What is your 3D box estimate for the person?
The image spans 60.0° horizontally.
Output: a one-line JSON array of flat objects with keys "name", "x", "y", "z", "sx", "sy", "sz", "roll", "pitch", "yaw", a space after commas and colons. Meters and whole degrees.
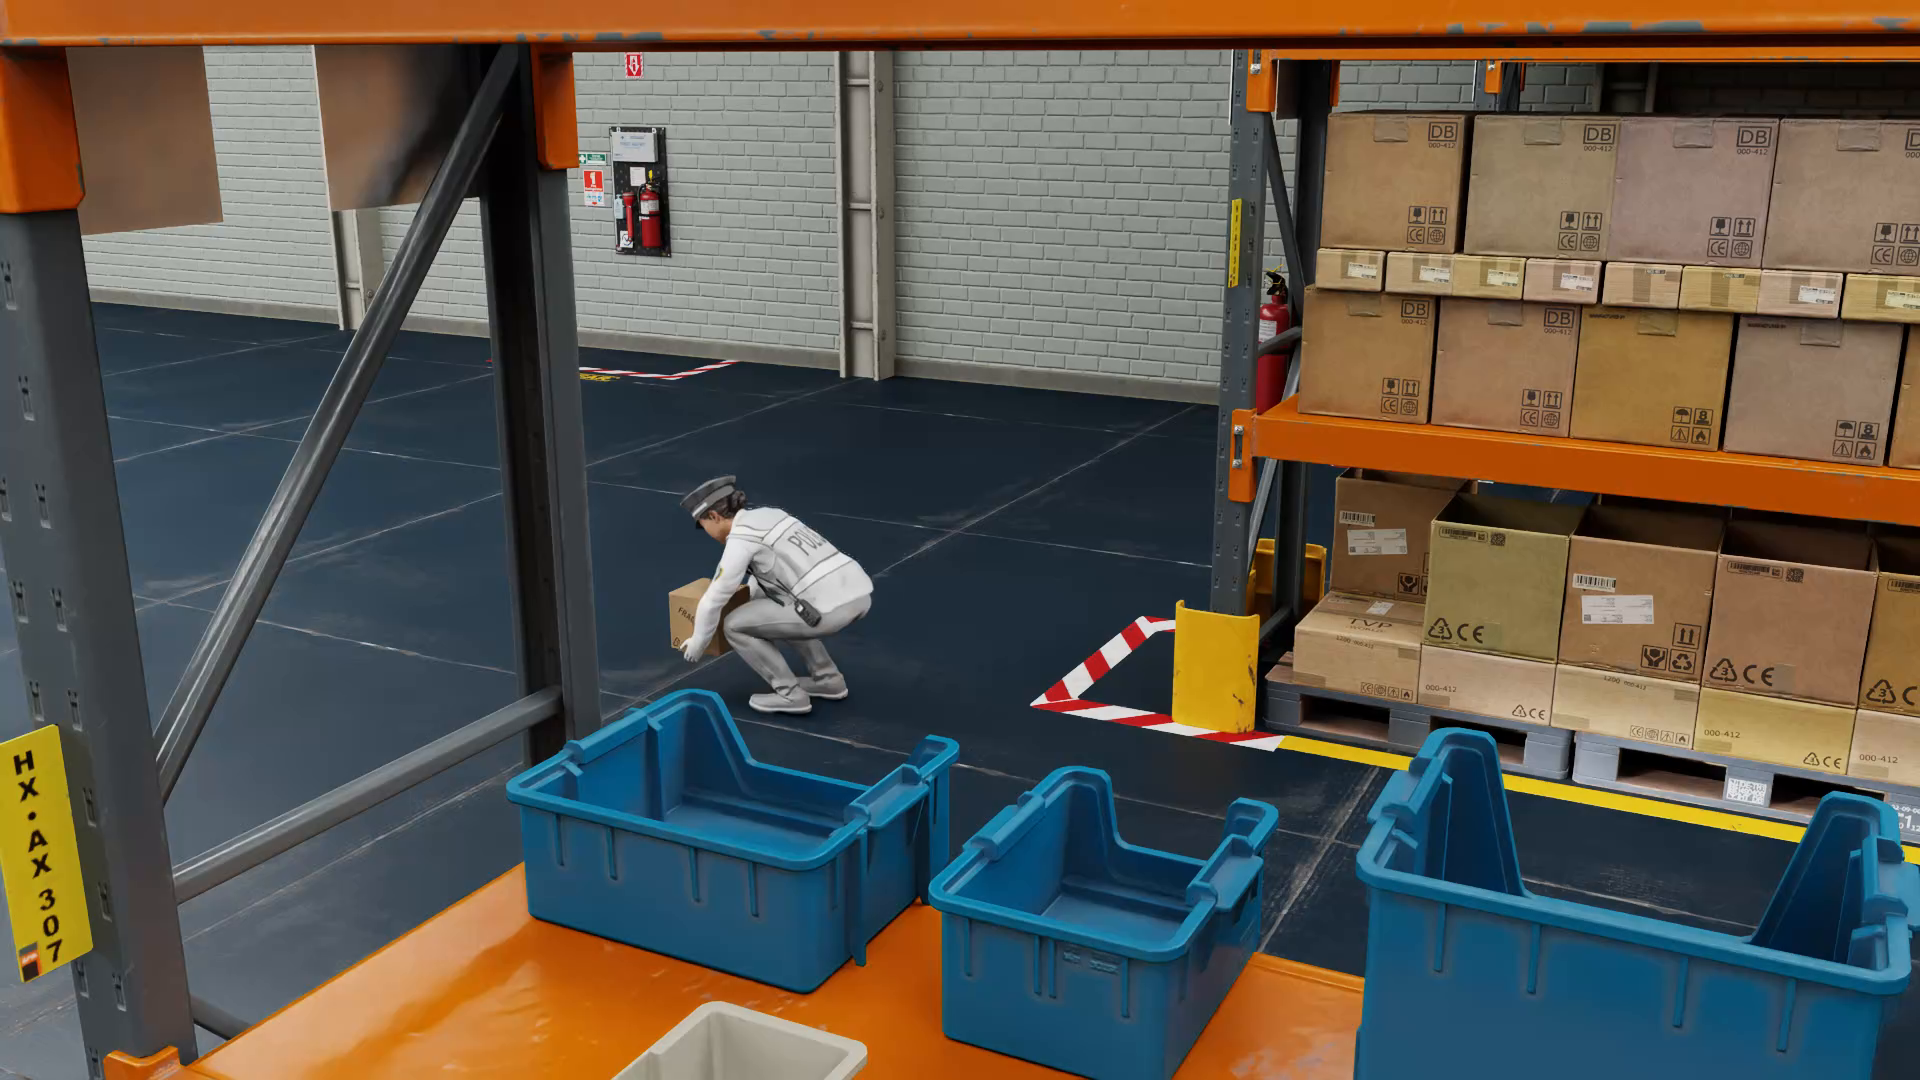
[{"name": "person", "x": -0.780, "y": 0.225, "z": 6.997, "sx": 0.815, "sy": 0.984, "sz": 0.493, "roll": 8, "pitch": 18, "yaw": 25}]
